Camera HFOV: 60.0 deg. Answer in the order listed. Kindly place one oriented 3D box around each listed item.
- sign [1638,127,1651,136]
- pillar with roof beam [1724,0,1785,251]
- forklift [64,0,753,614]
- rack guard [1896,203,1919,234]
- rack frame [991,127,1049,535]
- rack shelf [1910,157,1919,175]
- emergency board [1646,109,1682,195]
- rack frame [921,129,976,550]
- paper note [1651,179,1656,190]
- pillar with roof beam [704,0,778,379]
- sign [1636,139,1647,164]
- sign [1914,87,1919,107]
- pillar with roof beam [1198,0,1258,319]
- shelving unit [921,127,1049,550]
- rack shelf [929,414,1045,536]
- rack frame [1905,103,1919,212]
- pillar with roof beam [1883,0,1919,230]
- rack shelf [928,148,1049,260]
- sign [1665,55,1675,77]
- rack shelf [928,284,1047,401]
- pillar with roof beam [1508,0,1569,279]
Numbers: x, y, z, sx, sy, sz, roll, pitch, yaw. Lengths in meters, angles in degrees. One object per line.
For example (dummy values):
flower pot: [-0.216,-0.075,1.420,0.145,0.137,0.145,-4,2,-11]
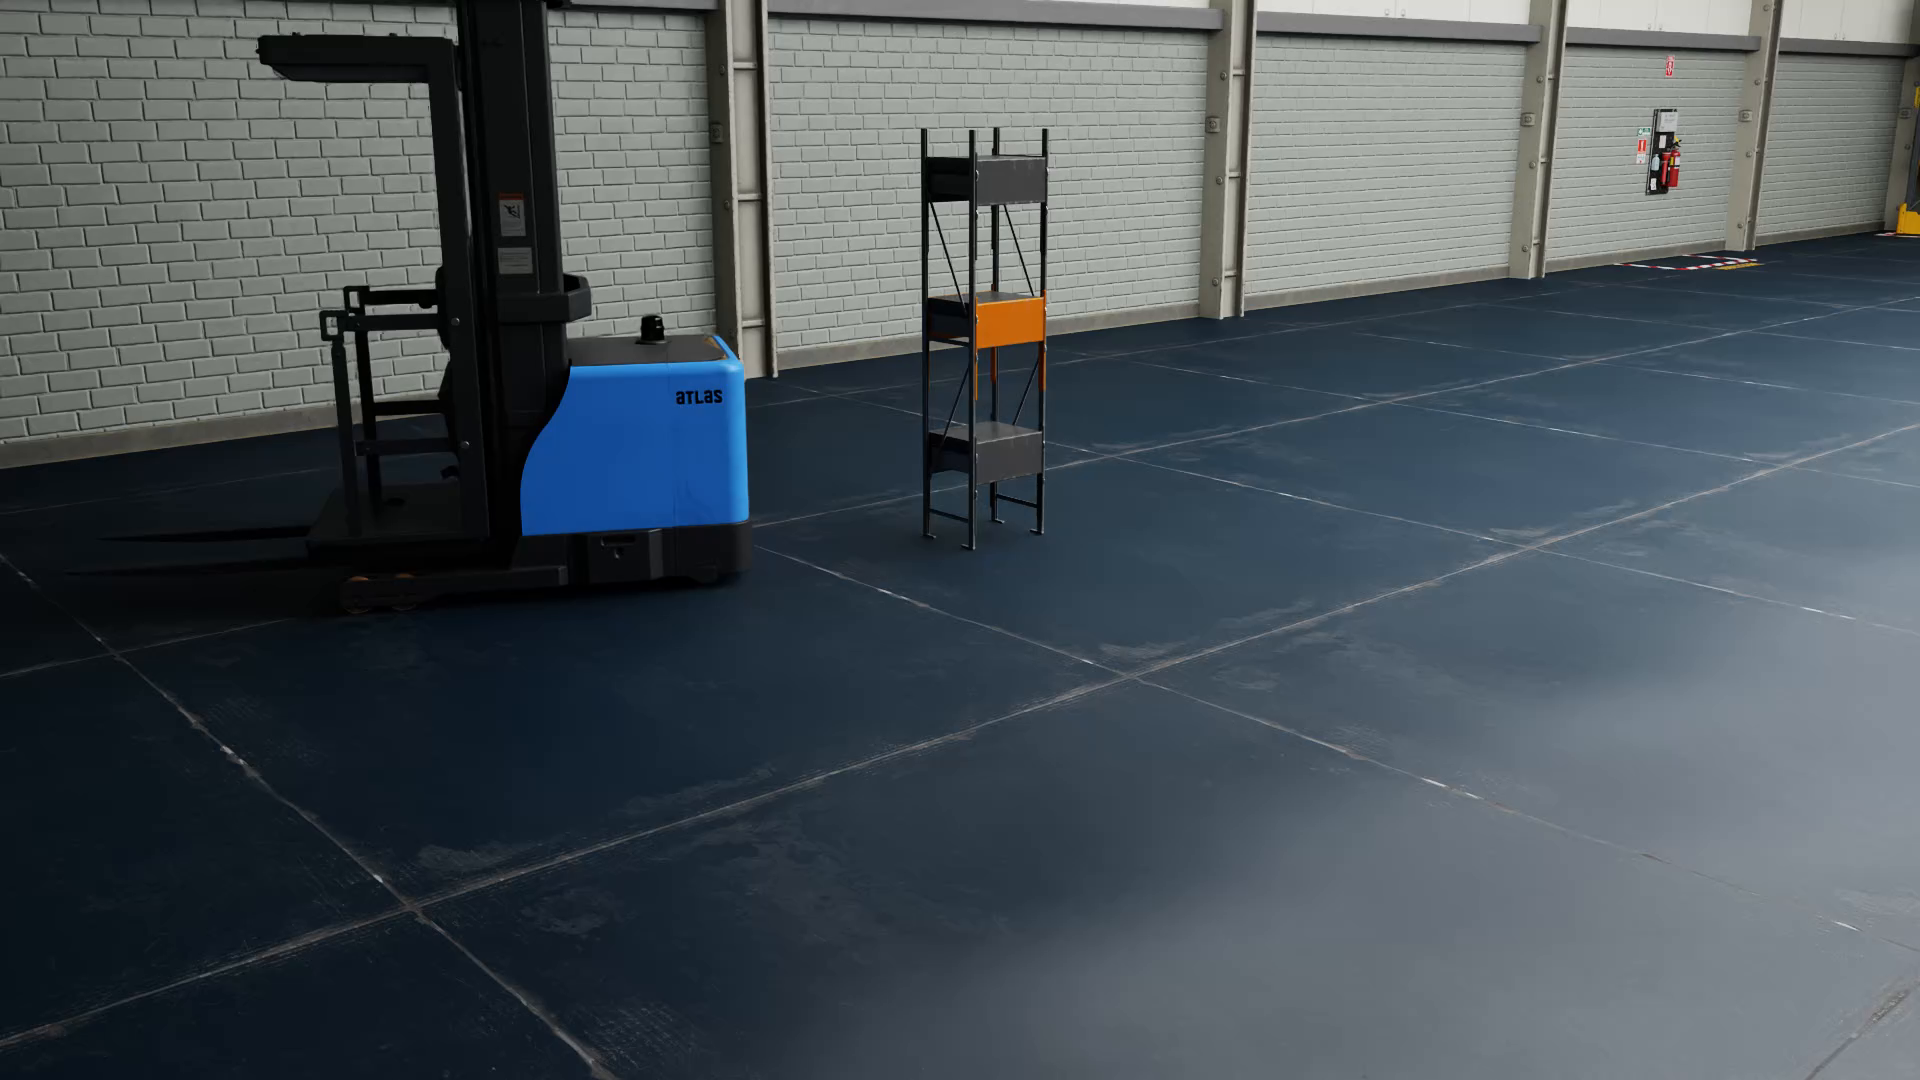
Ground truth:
sign: [9.453,-5.642,22.963,0.331,0.109,0.001,-13,19,-39]
pillar with roof beam: [14.643,-7.915,20.943,0.400,9.000,9.100,-13,19,-39]
forklift: [-2.568,-1.234,7.689,3.031,2.935,1.130,-4,15,-14]
rack guard: [16.441,-5.389,27.956,0.348,0.500,1.175,-13,19,-39]
rack frame: [0.309,-1.084,8.739,0.015,2.100,0.400,-13,19,-39]
rack shelf: [17.892,-6.575,28.947,4.000,0.370,1.077,-13,19,-39]
emergency board: [9.928,-5.443,23.315,0.643,1.169,0.194,-13,19,-39]
rack frame: [-0.059,-1.001,8.429,0.015,2.100,0.400,-13,19,-39]
paper note: [9.749,-5.001,23.367,0.142,0.148,0.016,-13,19,-39]
pillar with roof beam: [1.065,-4.865,9.527,0.400,9.000,9.100,-13,19,-39]
sign: [9.443,-5.387,23.035,0.234,0.329,0.001,-13,19,-39]
sign: [16.034,-7.407,27.813,0.005,0.325,0.100,-13,19,-39]
pillar with roof beam: [5.591,-5.882,13.333,0.400,9.000,9.100,-13,19,-39]
shelving unit: [0.125,-1.042,8.584,0.503,2.100,0.431,-13,19,-39]
rack shelf: [0.125,-0.353,8.768,0.480,0.518,0.431,-13,19,-39]
rack frame: [16.384,-6.584,27.586,0.127,3.000,1.000,-13,19,-39]
pillar with roof beam: [19.170,-8.931,24.748,0.400,9.000,9.100,-13,19,-39]
rack shelf: [0.125,-1.706,8.407,0.480,0.518,0.431,-13,19,-39]
sign: [9.857,-6.581,23.084,0.199,0.298,0.001,-13,19,-39]
rack shelf: [0.125,-1.029,8.587,0.480,0.518,0.431,-13,19,-39]
pillar with roof beam: [10.117,-6.898,17.138,0.400,9.000,9.100,-13,19,-39]
